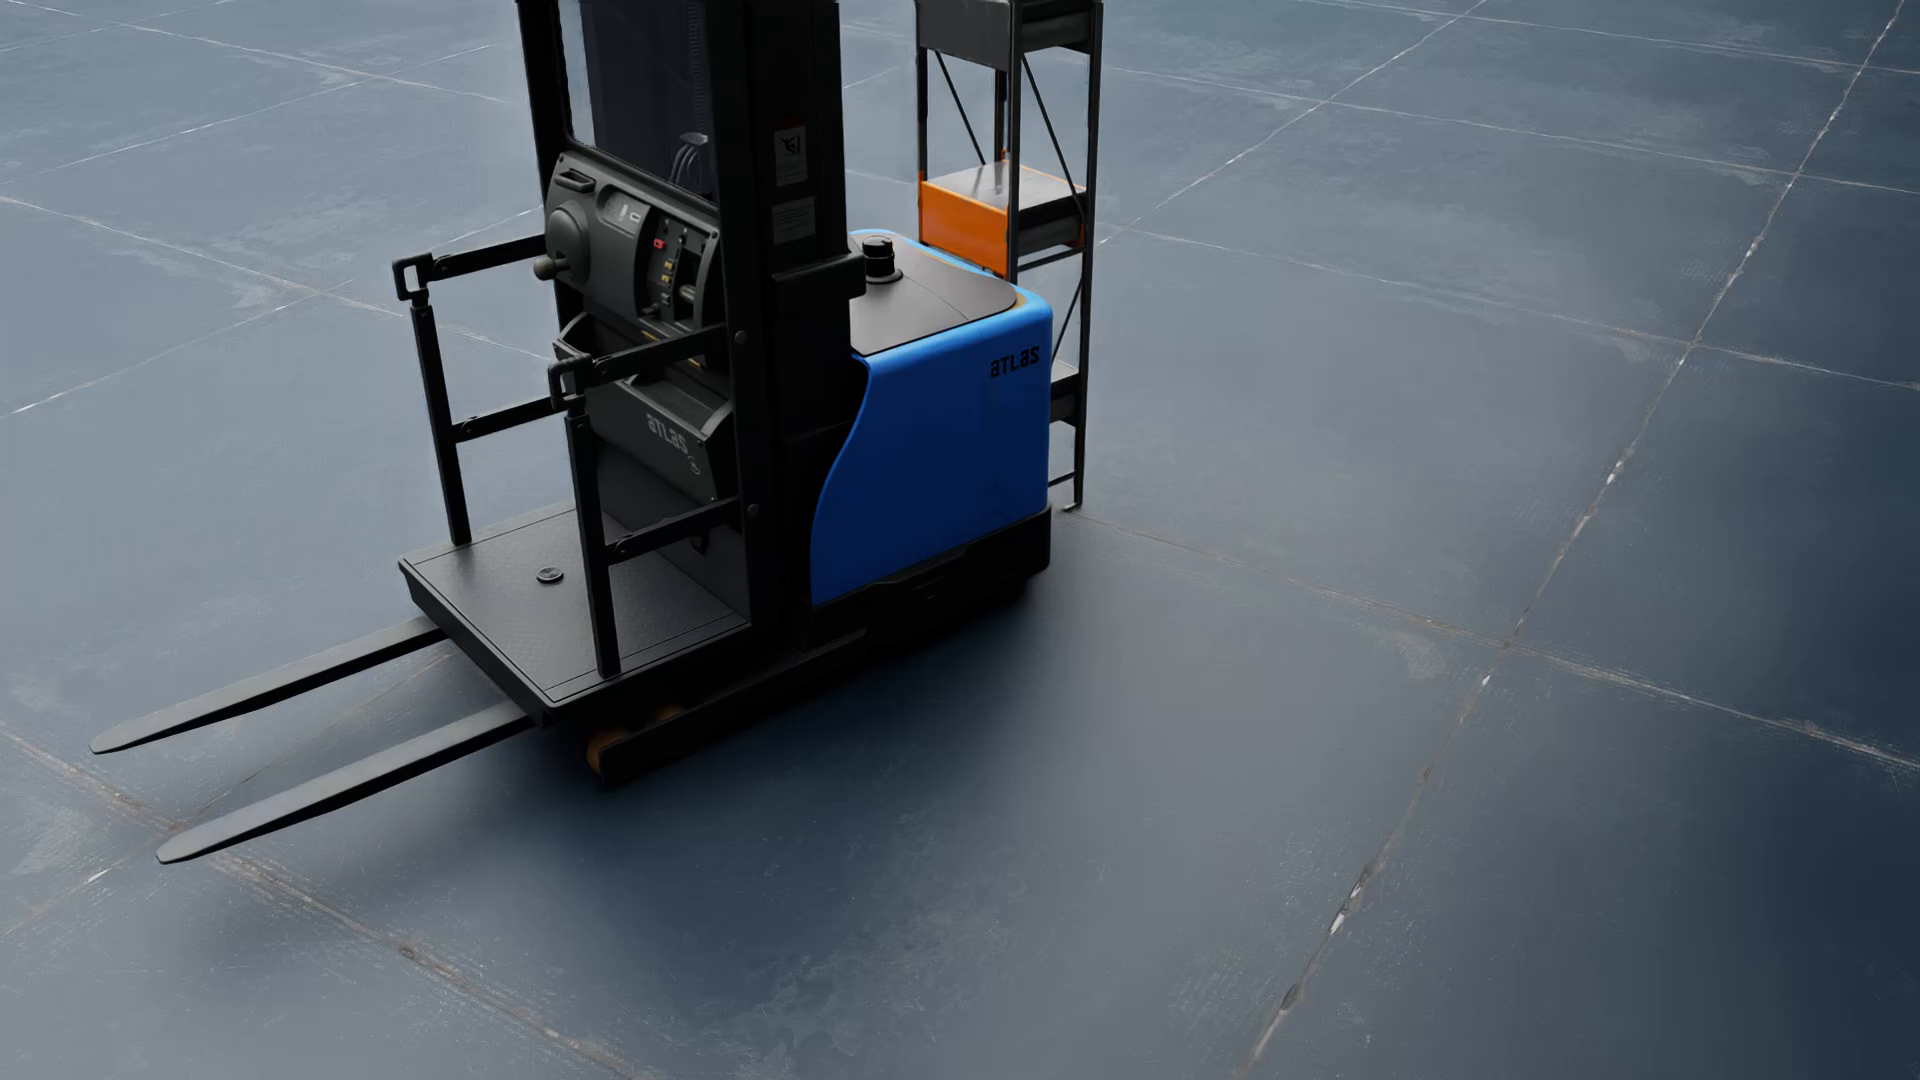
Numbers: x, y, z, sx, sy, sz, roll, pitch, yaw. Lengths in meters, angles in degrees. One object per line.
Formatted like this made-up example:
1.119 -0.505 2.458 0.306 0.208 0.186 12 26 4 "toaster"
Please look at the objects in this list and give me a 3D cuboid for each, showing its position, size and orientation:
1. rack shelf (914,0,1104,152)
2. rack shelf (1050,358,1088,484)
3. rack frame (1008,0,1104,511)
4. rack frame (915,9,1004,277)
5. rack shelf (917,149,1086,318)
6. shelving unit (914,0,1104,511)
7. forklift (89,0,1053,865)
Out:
0.163 -1.671 5.668 0.431 0.518 0.480 -23 37 -34 "rack shelf"
0.163 -0.462 6.374 0.431 0.518 0.480 -23 37 -34 "rack shelf"
0.321 -0.984 5.854 0.400 2.100 0.015 -23 37 -34 "rack frame"
0.004 -1.172 6.175 0.400 2.100 0.015 -23 37 -34 "rack frame"
0.163 -1.066 6.021 0.431 0.518 0.480 -23 37 -34 "rack shelf"
0.163 -1.078 6.014 0.431 2.100 0.503 -23 37 -34 "shelving unit"
-1.136 -0.841 4.783 3.031 2.935 1.130 -23 37 -33 "forklift"
